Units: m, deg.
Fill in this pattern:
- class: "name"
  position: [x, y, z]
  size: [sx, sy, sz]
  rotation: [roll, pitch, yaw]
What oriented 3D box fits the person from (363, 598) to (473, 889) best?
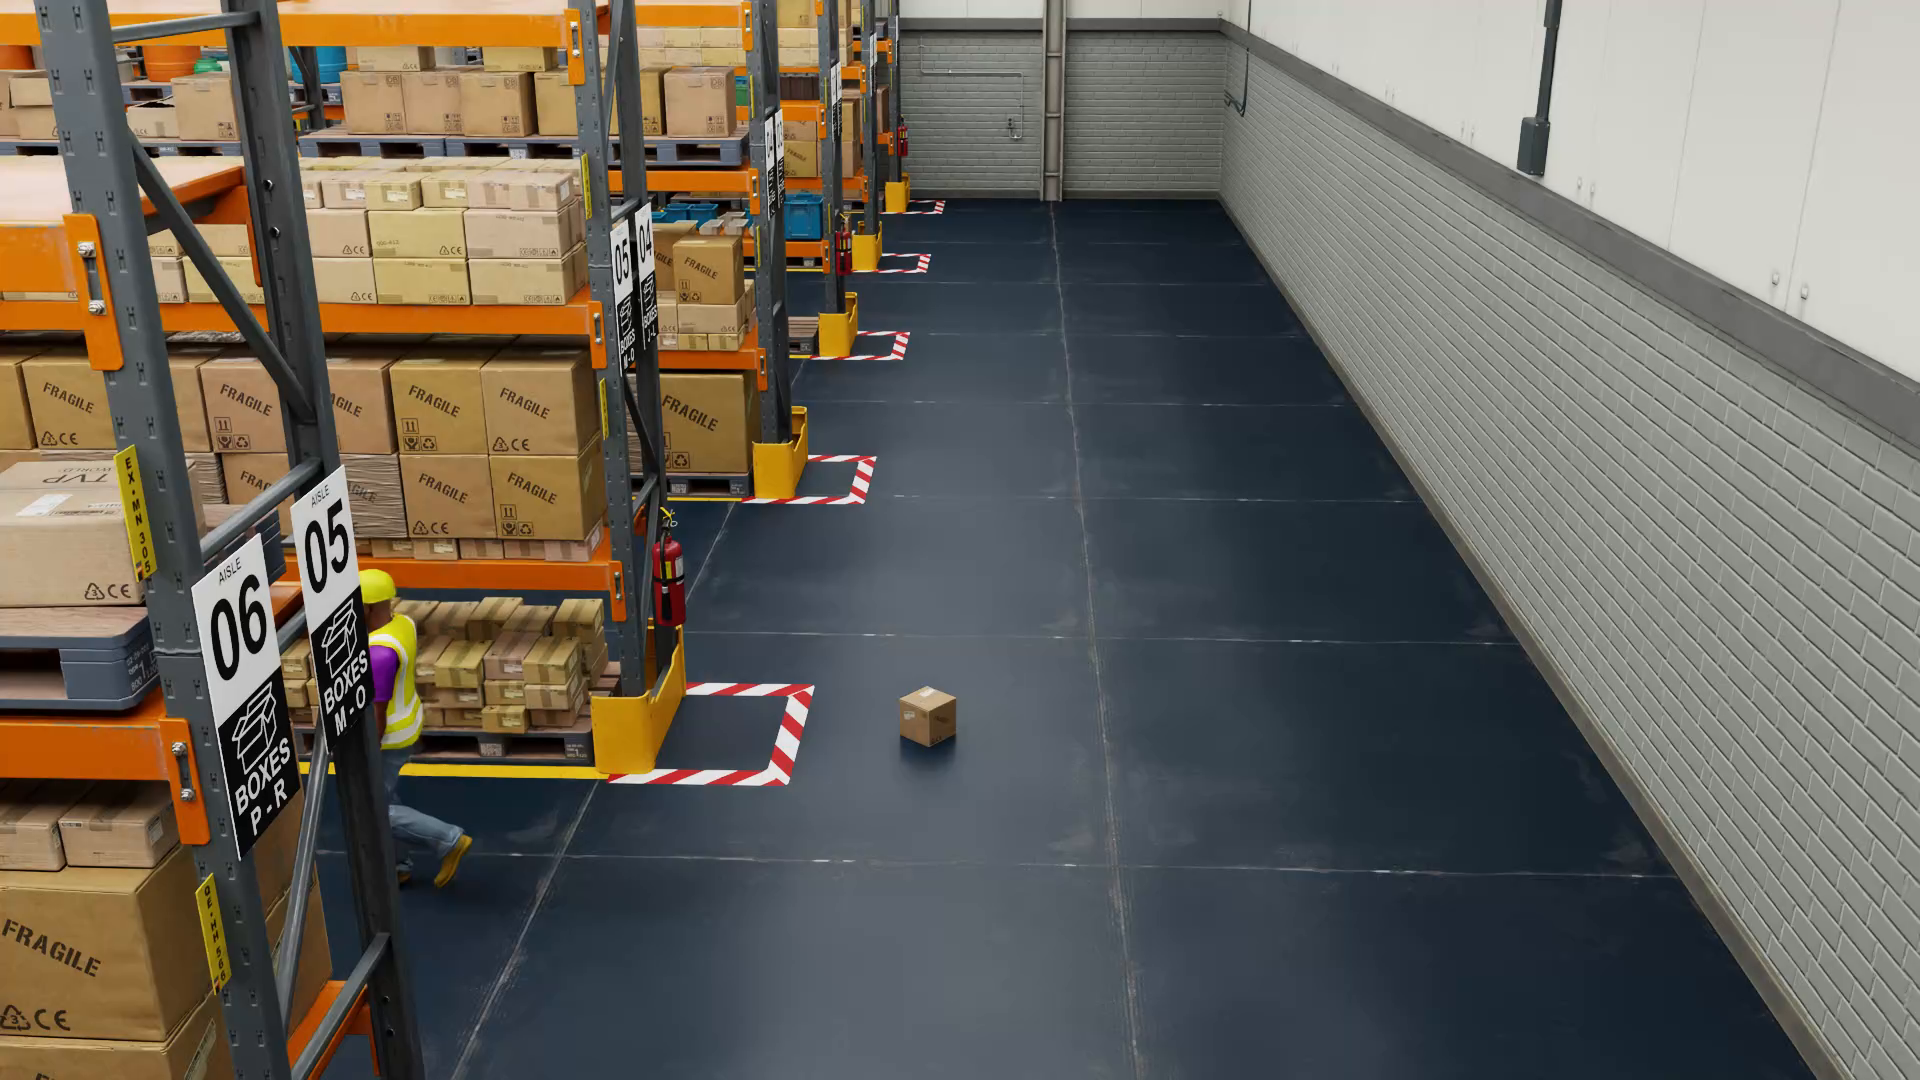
- class: "person"
  position: [-2.851, 0.995, 8.405]
  size: [0.678, 1.717, 0.619]
  rotation: [-2, 21, -6]
